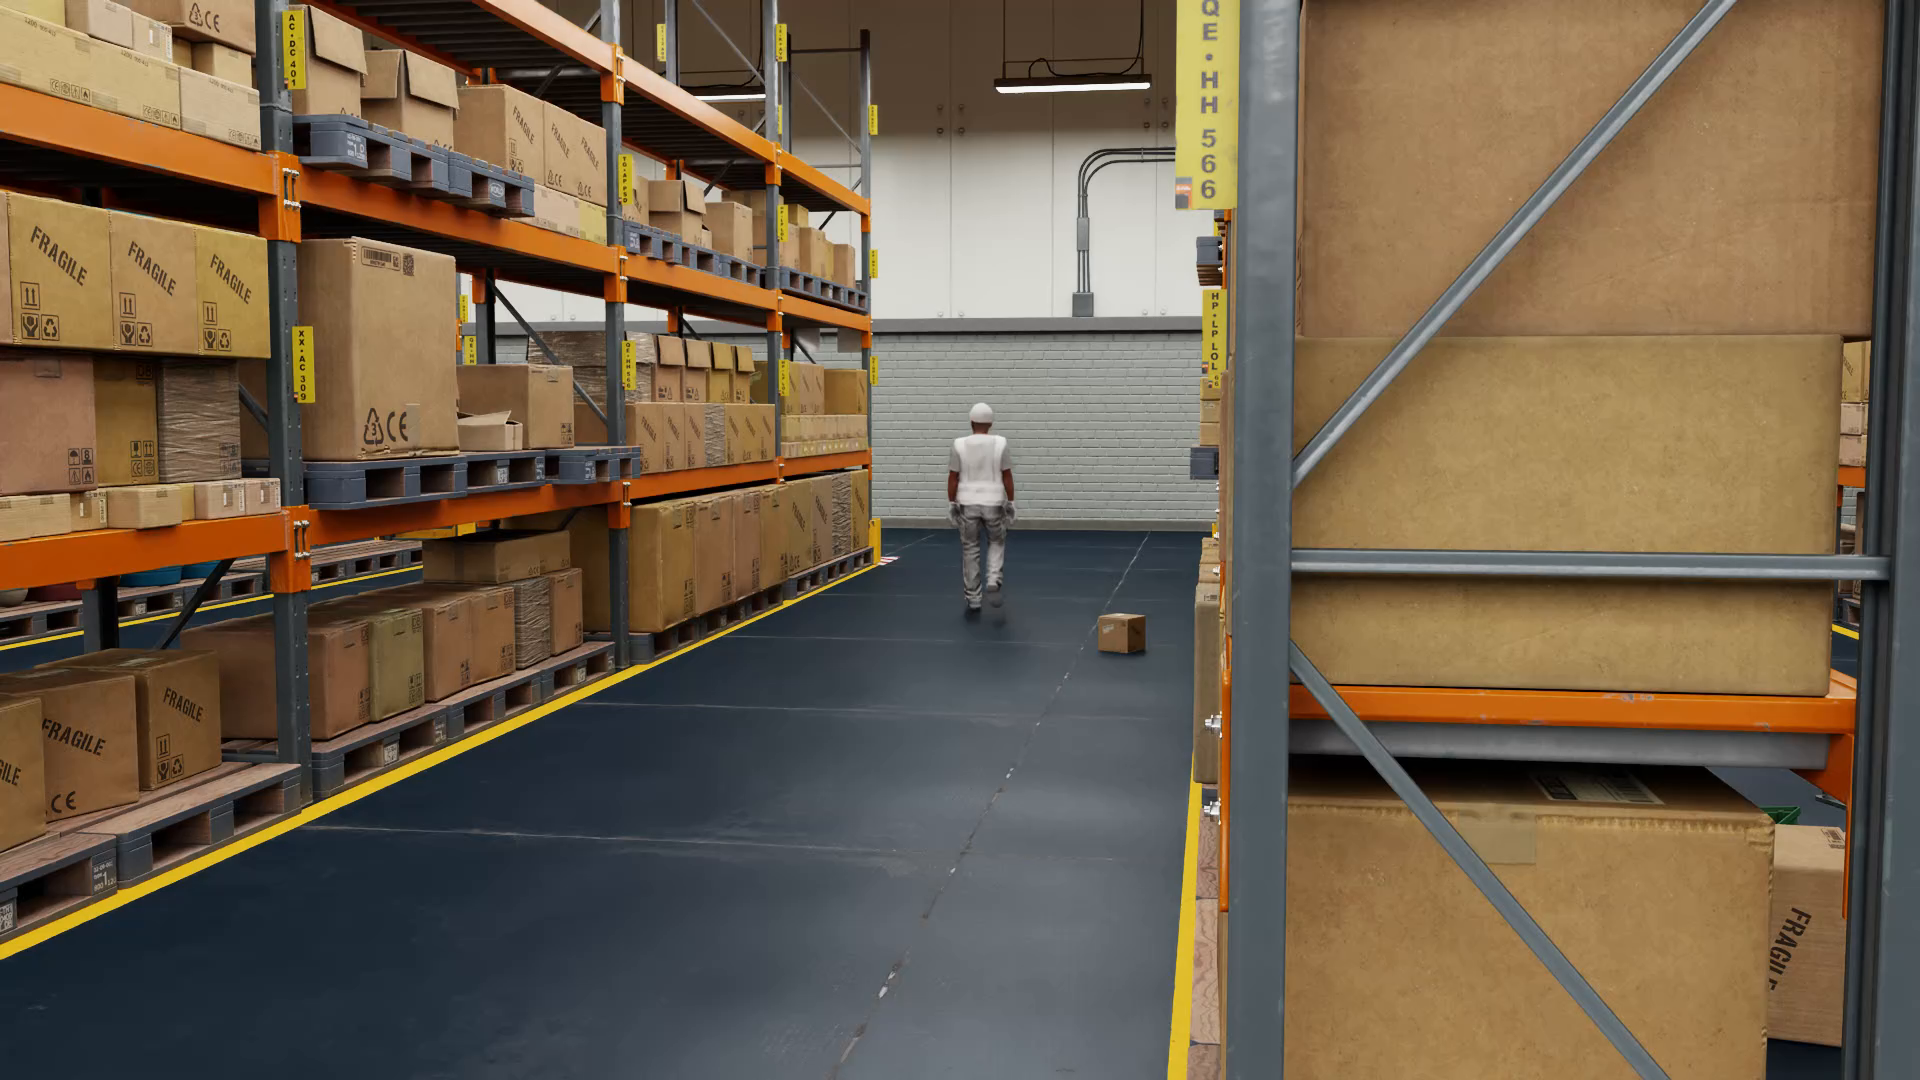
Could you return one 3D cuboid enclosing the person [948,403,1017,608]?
[{"bbox_3d":[0.190,-0.299,14.502,0.596,1.788,0.448,0,4,-3],"label":"person"}]
